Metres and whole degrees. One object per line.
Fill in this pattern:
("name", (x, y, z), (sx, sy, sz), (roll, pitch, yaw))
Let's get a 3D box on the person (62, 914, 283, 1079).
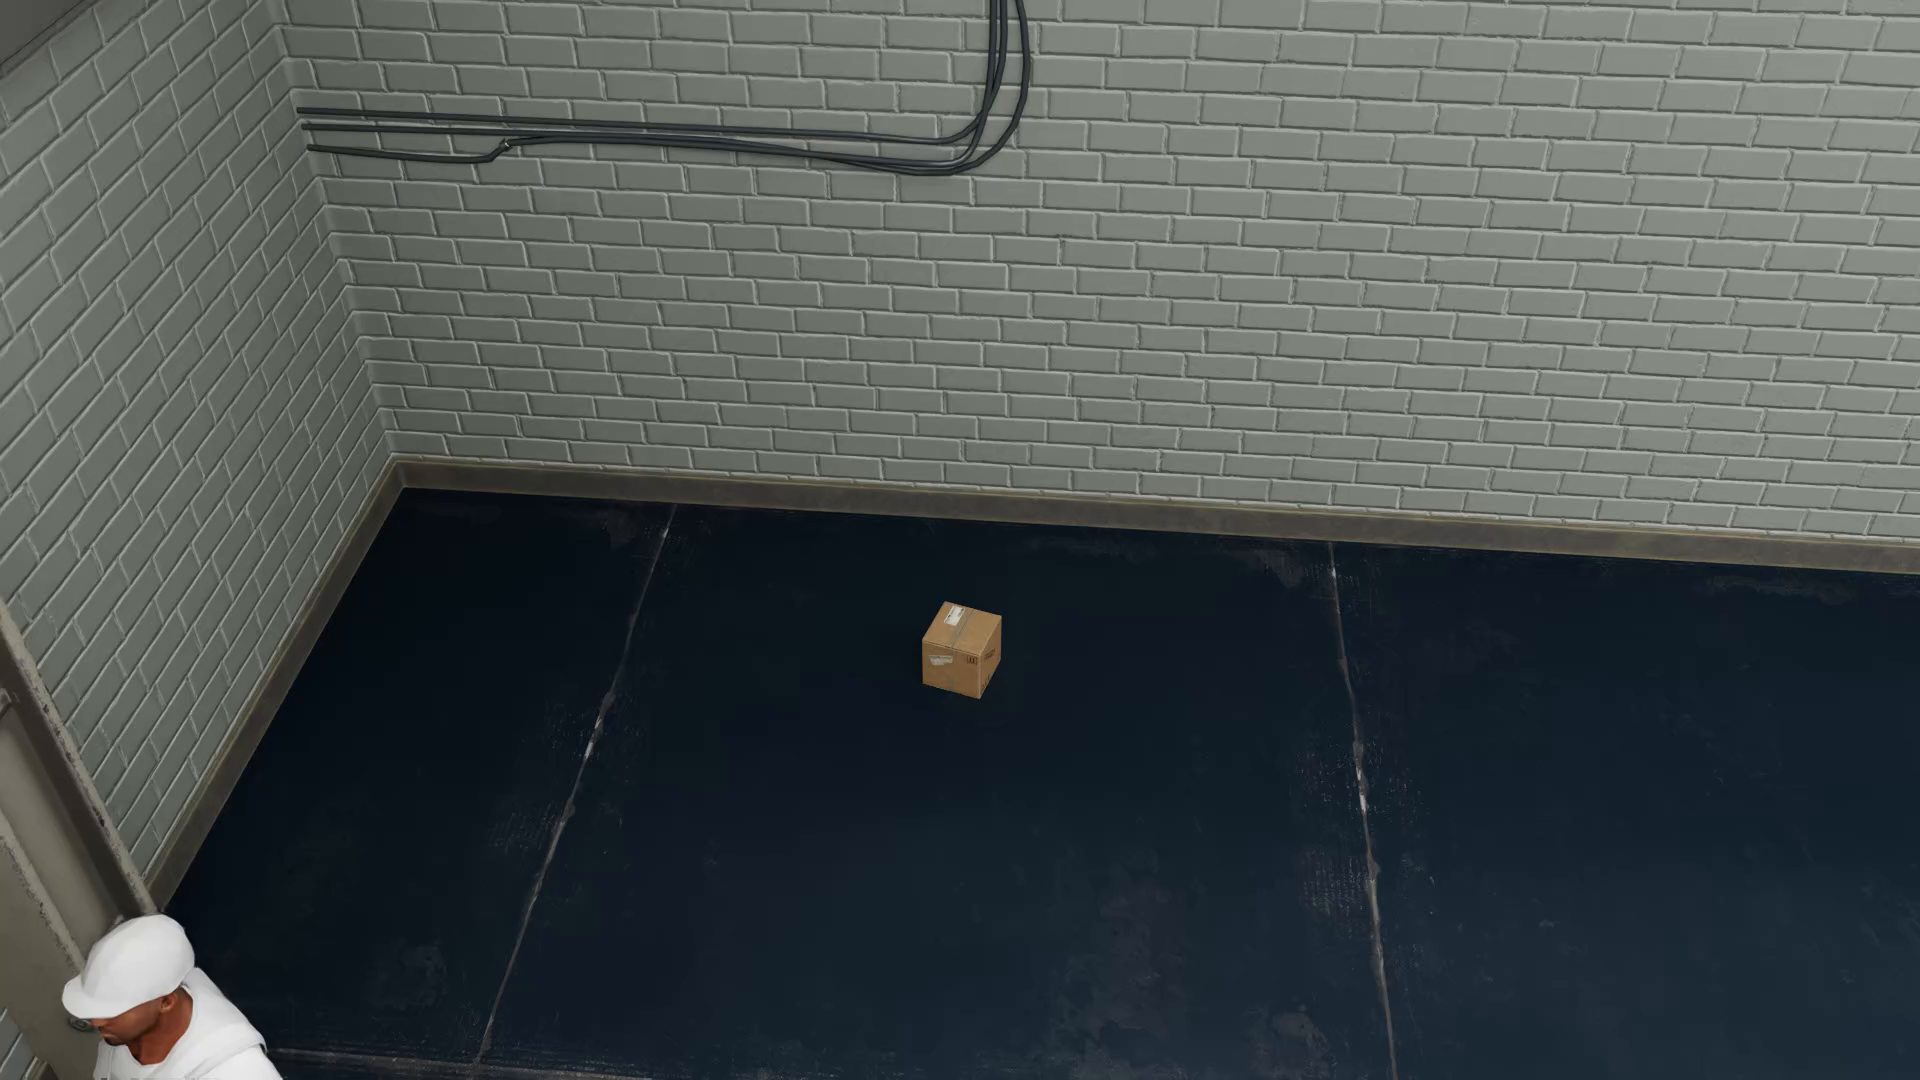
("person", (-1.915, 1.563, 4.272), (1.068, 1.724, 0.559), (-32, 49, -32))
